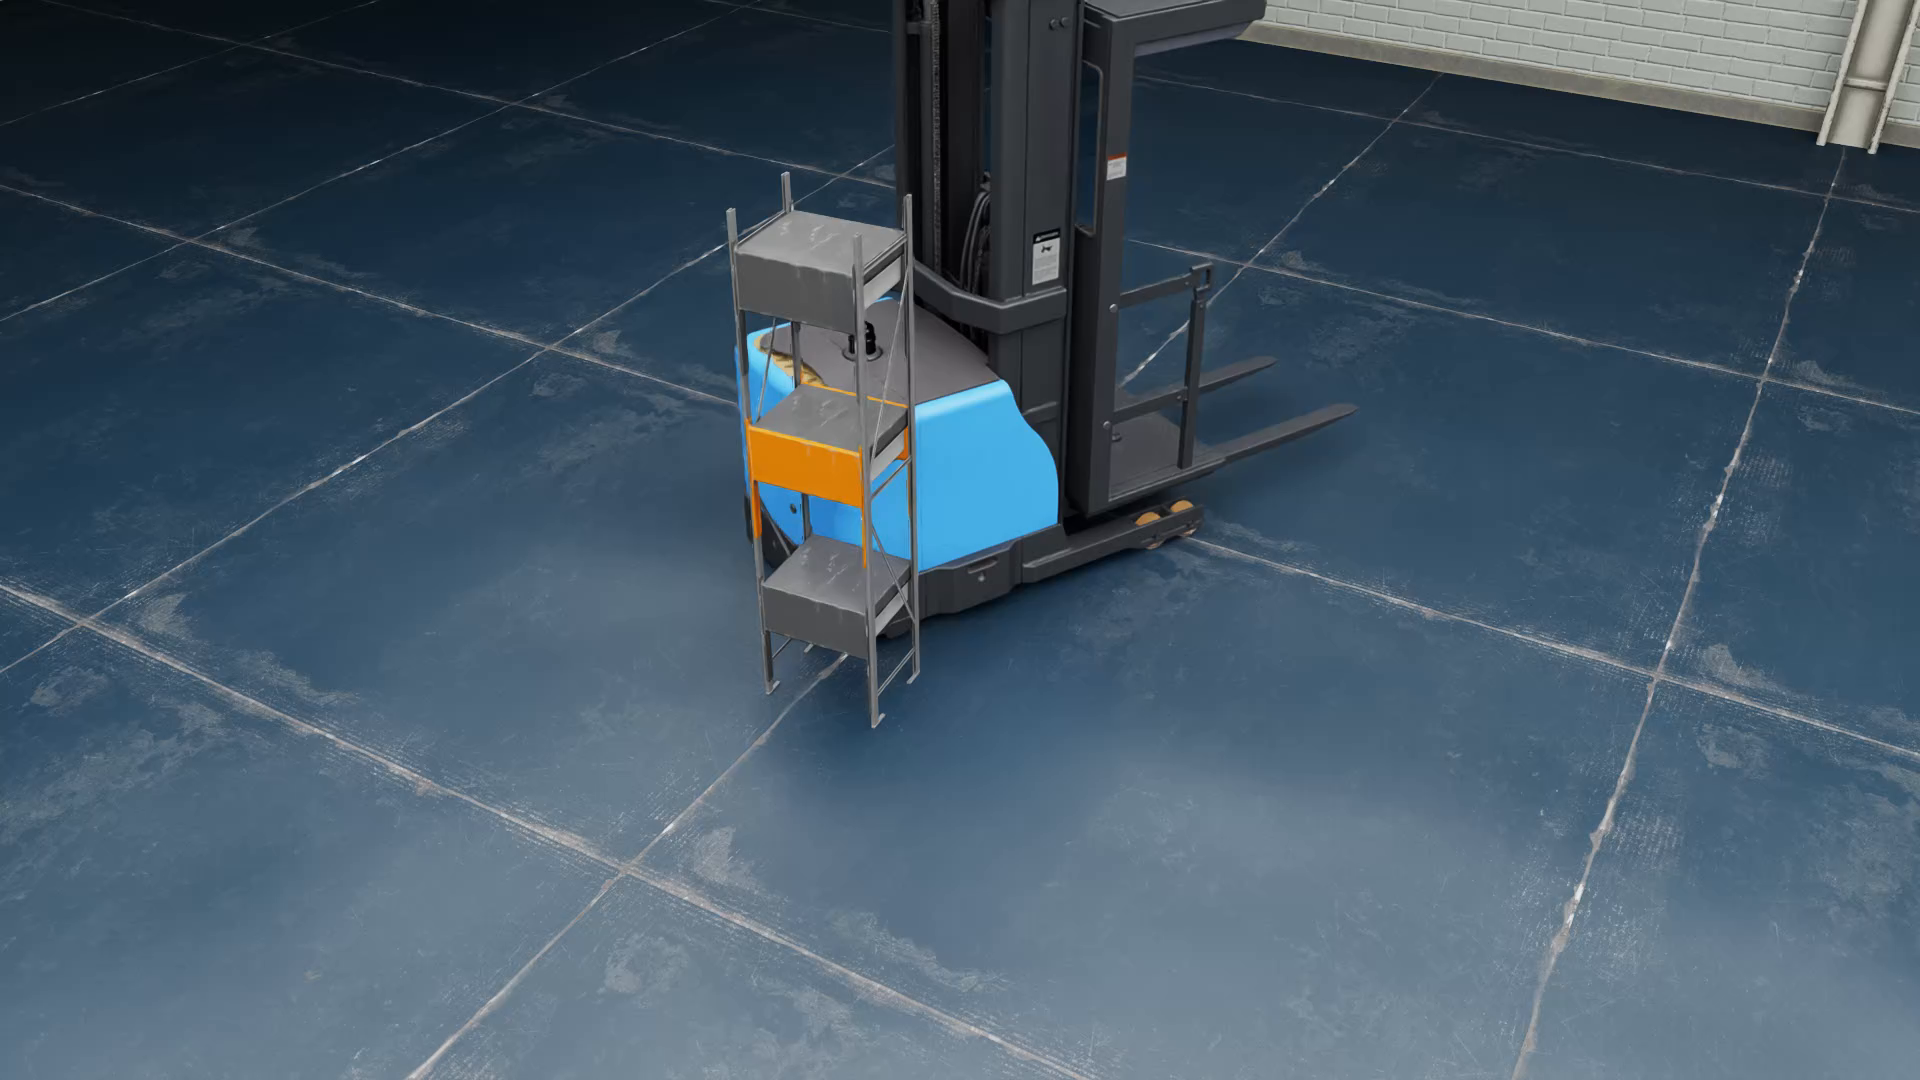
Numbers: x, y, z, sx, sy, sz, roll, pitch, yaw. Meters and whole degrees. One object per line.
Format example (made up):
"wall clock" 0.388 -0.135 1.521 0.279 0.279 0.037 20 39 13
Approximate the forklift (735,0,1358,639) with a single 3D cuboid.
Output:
"forklift" 0.540 -1.408 7.220 3.031 2.935 1.130 -19 38 -26

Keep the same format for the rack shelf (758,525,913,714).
"rack shelf" -0.480 0.313 6.673 0.480 0.518 0.431 15 36 21

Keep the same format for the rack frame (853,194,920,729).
"rack frame" -0.259 -0.223 6.190 0.015 2.100 0.400 15 36 21

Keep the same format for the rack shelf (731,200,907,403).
"rack shelf" -0.480 -0.852 5.897 0.480 0.518 0.431 15 36 21

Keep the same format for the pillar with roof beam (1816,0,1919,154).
"pillar with roof beam" 4.320 -4.563 6.484 0.400 9.000 9.100 18 37 24

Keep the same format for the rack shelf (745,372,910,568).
"rack shelf" -0.480 -0.269 6.285 0.480 0.518 0.431 15 36 21

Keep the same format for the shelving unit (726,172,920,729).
"shelving unit" -0.480 -0.281 6.277 0.503 2.100 0.431 15 36 21

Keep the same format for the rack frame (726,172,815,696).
"rack frame" -0.700 -0.339 6.364 0.015 2.100 0.400 15 36 21
